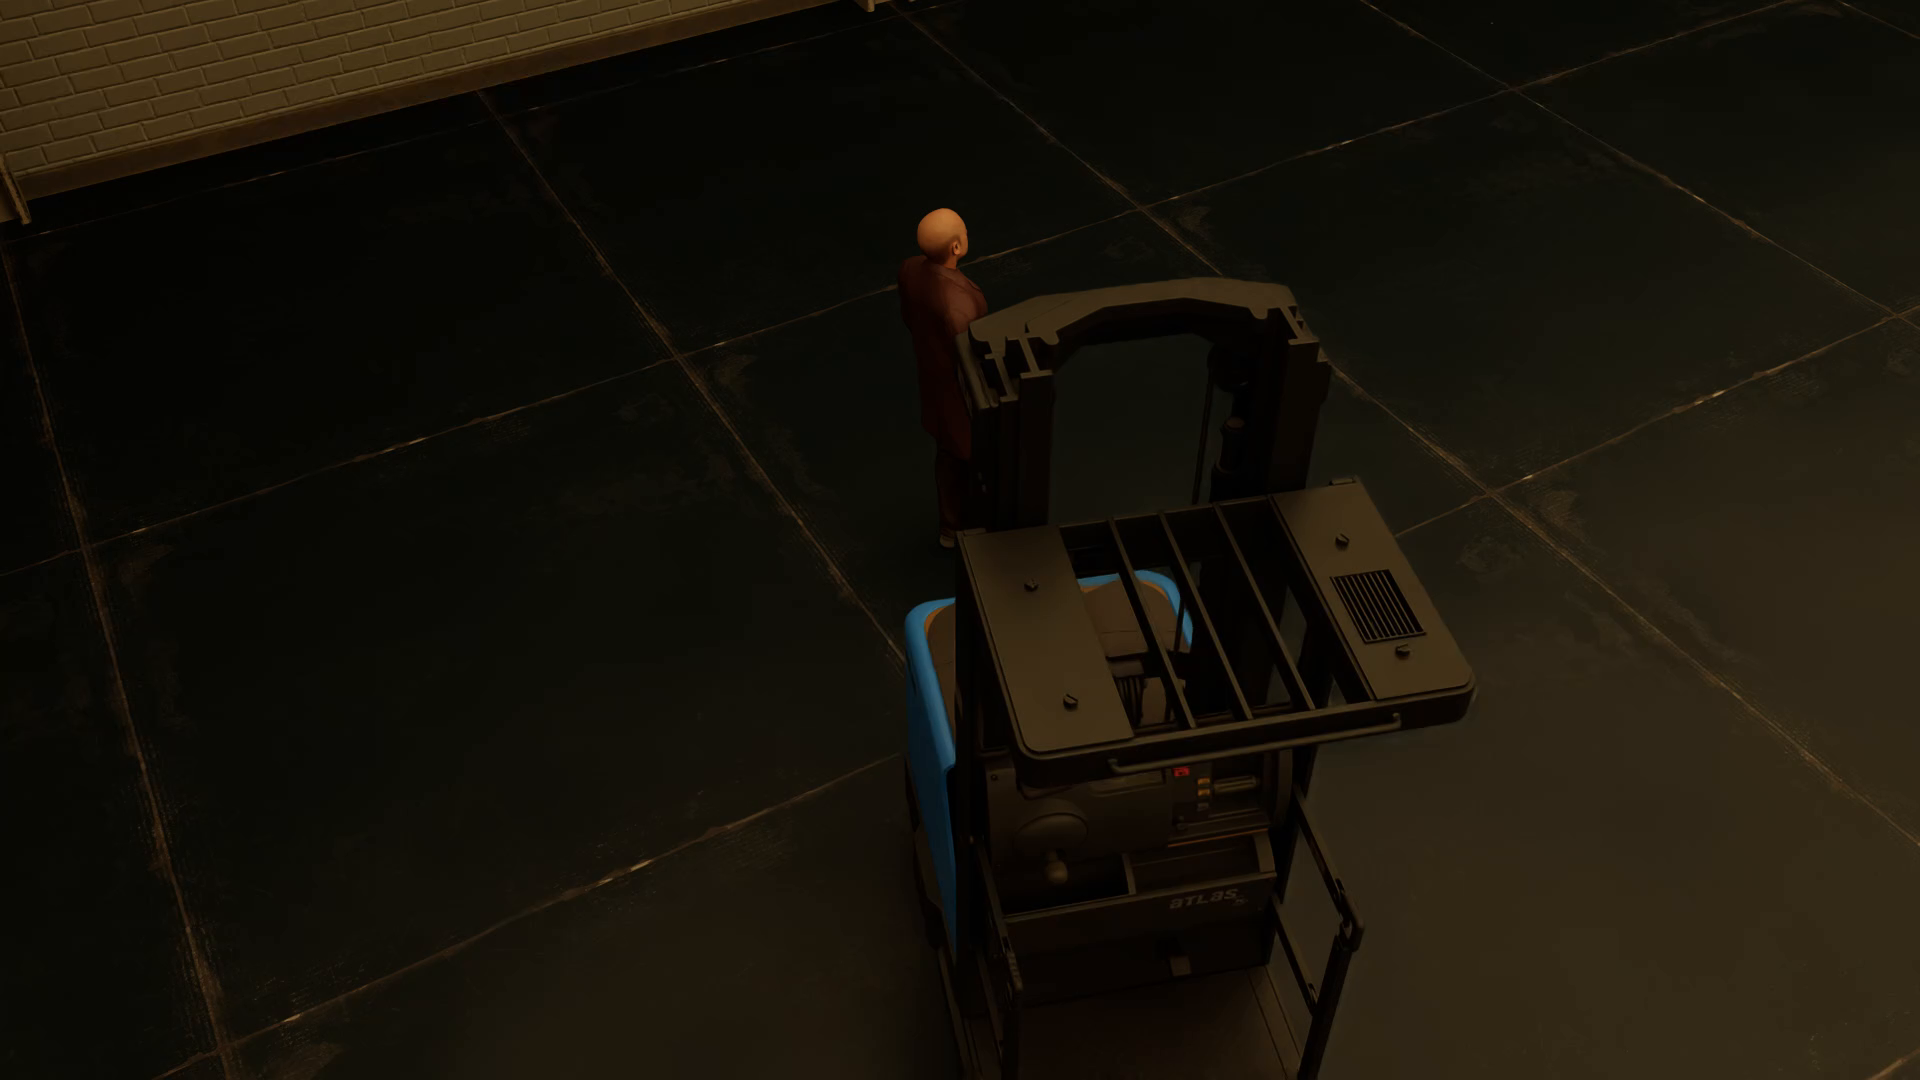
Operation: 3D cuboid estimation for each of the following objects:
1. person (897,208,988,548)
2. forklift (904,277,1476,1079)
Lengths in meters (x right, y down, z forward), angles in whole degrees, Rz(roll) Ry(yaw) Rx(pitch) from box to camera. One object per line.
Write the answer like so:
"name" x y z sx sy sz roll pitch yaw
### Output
"person" 0.082 -0.686 7.275 0.579 1.778 0.698 -21 47 -21
"forklift" 0.580 0.861 4.770 1.130 2.935 3.031 -8 43 -8
